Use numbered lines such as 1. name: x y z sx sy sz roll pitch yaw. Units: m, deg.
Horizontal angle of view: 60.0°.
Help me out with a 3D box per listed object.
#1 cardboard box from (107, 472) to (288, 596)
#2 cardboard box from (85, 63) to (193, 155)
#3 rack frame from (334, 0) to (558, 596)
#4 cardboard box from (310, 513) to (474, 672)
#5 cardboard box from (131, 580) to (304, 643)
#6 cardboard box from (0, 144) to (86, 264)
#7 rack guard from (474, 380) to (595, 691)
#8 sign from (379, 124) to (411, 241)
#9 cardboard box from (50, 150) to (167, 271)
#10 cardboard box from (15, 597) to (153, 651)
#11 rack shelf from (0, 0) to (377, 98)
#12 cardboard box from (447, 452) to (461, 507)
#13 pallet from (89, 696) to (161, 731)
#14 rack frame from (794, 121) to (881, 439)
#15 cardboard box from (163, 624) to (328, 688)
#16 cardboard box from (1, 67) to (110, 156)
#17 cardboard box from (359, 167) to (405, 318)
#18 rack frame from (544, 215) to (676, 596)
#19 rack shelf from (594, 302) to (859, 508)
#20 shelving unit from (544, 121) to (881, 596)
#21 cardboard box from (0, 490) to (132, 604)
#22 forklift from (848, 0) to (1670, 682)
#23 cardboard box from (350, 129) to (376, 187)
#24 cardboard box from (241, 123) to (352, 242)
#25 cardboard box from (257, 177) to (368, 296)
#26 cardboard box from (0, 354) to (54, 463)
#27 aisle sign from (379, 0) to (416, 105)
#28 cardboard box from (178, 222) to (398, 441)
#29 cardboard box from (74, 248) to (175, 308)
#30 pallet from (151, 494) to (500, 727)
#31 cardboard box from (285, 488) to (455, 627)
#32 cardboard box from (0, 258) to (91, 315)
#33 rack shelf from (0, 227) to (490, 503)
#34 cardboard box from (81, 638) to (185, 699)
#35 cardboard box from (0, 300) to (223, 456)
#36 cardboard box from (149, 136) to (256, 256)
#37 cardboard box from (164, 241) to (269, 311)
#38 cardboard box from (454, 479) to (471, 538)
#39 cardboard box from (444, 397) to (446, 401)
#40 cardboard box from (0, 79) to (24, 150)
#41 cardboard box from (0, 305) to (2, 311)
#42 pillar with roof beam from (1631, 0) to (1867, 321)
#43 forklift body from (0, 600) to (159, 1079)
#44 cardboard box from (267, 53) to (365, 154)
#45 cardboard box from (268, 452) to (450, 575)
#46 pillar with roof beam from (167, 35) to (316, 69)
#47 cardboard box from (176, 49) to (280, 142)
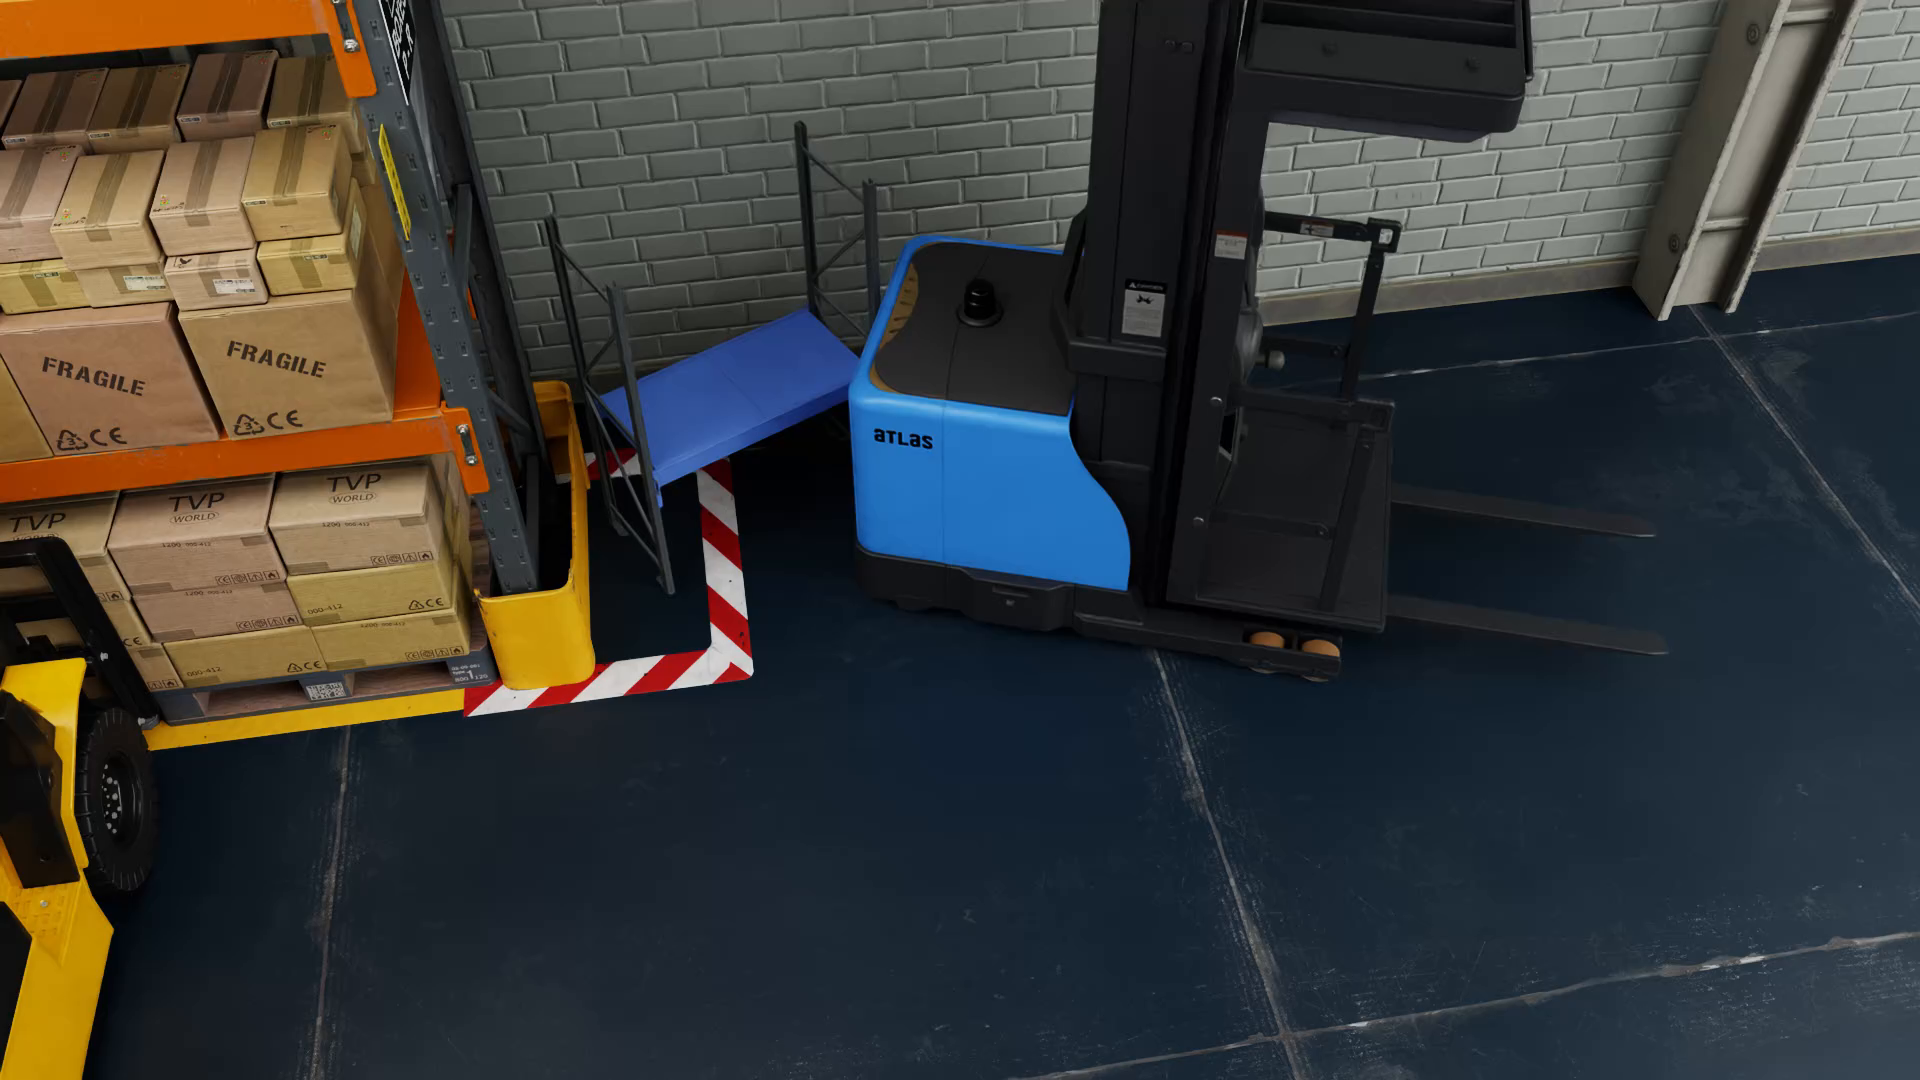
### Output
1. cardboard box: -2.565 -0.097 5.684 0.500 0.250 0.500 -6 46 -6
2. cardboard box: -2.551 -1.326 5.218 0.250 0.149 0.380 -6 46 -6
3. rack frame: -1.662 -0.904 5.538 0.127 3.000 1.000 -7 46 -7
4. cardboard box: -2.071 0.187 6.105 0.500 0.250 0.500 -7 46 -7
5. cardboard box: -2.584 0.067 5.873 0.500 0.250 0.500 -8 47 -7
6. cardboard box: -2.728 -0.992 4.896 0.250 0.149 0.380 -7 46 -7
7. rack guard: -1.638 -0.039 6.441 0.348 0.500 1.175 -7 46 -7
8. sign: -1.583 -1.001 4.663 0.005 0.325 0.100 -7 46 -7
9. cardboard box: -2.470 -0.969 4.875 0.250 0.149 0.380 -6 46 -6
10. cardboard box: -3.090 0.145 5.798 0.500 0.250 0.500 -8 47 -8
11. rack shelf: -3.633 -1.449 4.480 4.000 0.370 1.077 -7 46 -7
12. cardboard box: -2.161 -0.358 6.283 0.500 0.250 0.500 -6 46 -6
13. pallet: -3.608 0.335 6.281 1.213 0.211 1.003 -7 46 -7
14. rack frame: -0.457 -0.883 6.560 0.032 1.500 0.500 -28 52 -24
15. cardboard box: -2.563 0.241 6.053 0.500 0.250 0.500 -7 46 -7
16. cardboard box: -2.797 -1.306 5.199 0.250 0.149 0.380 -7 46 -7
17. cardboard box: -2.198 -1.075 5.633 0.500 0.500 0.500 -6 46 -5
18. rack frame: -1.280 -0.453 6.145 0.032 1.500 0.500 -28 52 -24
19. rack shelf: -0.868 -0.543 6.482 1.000 0.185 0.538 -28 52 -24
20. shelving unit: -0.868 -0.668 6.352 1.048 1.500 0.538 -28 52 -24
21. cardboard box: -3.060 -0.028 5.618 0.500 0.250 0.500 -7 46 -6
22. forklift: 1.164 -0.906 5.588 3.031 2.935 1.130 8 47 8
23. cardboard box: -2.041 -1.306 5.405 0.250 0.149 0.380 -8 47 -8
24. cardboard box: -1.979 -1.073 4.975 0.250 0.149 0.380 -7 46 -7
25. cardboard box: -1.956 -0.922 5.036 0.250 0.149 0.380 -6 46 -6
26. cardboard box: -3.120 -0.571 5.148 0.500 0.500 0.500 -8 47 -8
27. aisle sign: -1.547 -1.605 4.408 0.004 0.787 0.394 -7 46 -7
28. cardboard box: -2.102 -0.692 5.264 0.500 0.500 0.500 -8 47 -8
29. cardboard box: -2.469 -0.881 4.996 0.250 0.149 0.380 -6 46 -6
30. pallet: -2.409 0.187 6.423 1.213 0.211 1.003 -7 46 -7
31. cardboard box: -2.088 0.013 5.925 0.500 0.250 0.500 -8 47 -7
32. cardboard box: -2.715 -0.859 4.975 0.250 0.149 0.380 -7 47 -7
33. rack shelf: -3.633 -0.408 5.560 4.000 0.370 1.077 -7 46 -7
34. cardboard box: -3.057 0.296 6.000 0.500 0.250 0.500 -7 46 -6
35. cardboard box: -2.615 -0.634 5.209 0.500 0.500 0.500 -6 46 -6
36. cardboard box: -2.217 -1.021 4.924 0.250 0.149 0.380 -7 46 -7
37. cardboard box: -2.203 -0.870 4.985 0.250 0.149 0.380 -6 46 -6
38. cardboard box: -2.179 -0.174 6.452 0.500 0.250 0.500 -7 46 -7
39. cardboard box: -2.168 -0.518 6.089 0.500 0.250 0.500 -8 47 -7
40. cardboard box: -3.053 -1.256 5.151 0.250 0.149 0.380 -6 46 -6
41. cardboard box: -2.970 -0.792 4.911 0.250 0.149 0.380 -8 47 -8
42. pillar with roof beam: 4.144 -1.221 1.678 0.400 9.000 9.100 -7 46 -7
43. forklift body: -3.220 0.918 4.372 1.214 2.155 2.313 -7 46 -7
44. cardboard box: -2.030 -1.377 5.267 0.250 0.149 0.380 -8 47 -8
45. cardboard box: -2.063 -0.164 5.749 0.500 0.250 0.500 -6 46 -5
46. pillar with roof beam: -1.768 -0.484 0.968 0.400 9.000 9.100 -7 46 -7
47. cardboard box: -2.302 -1.389 5.279 0.250 0.149 0.380 -6 46 -5
